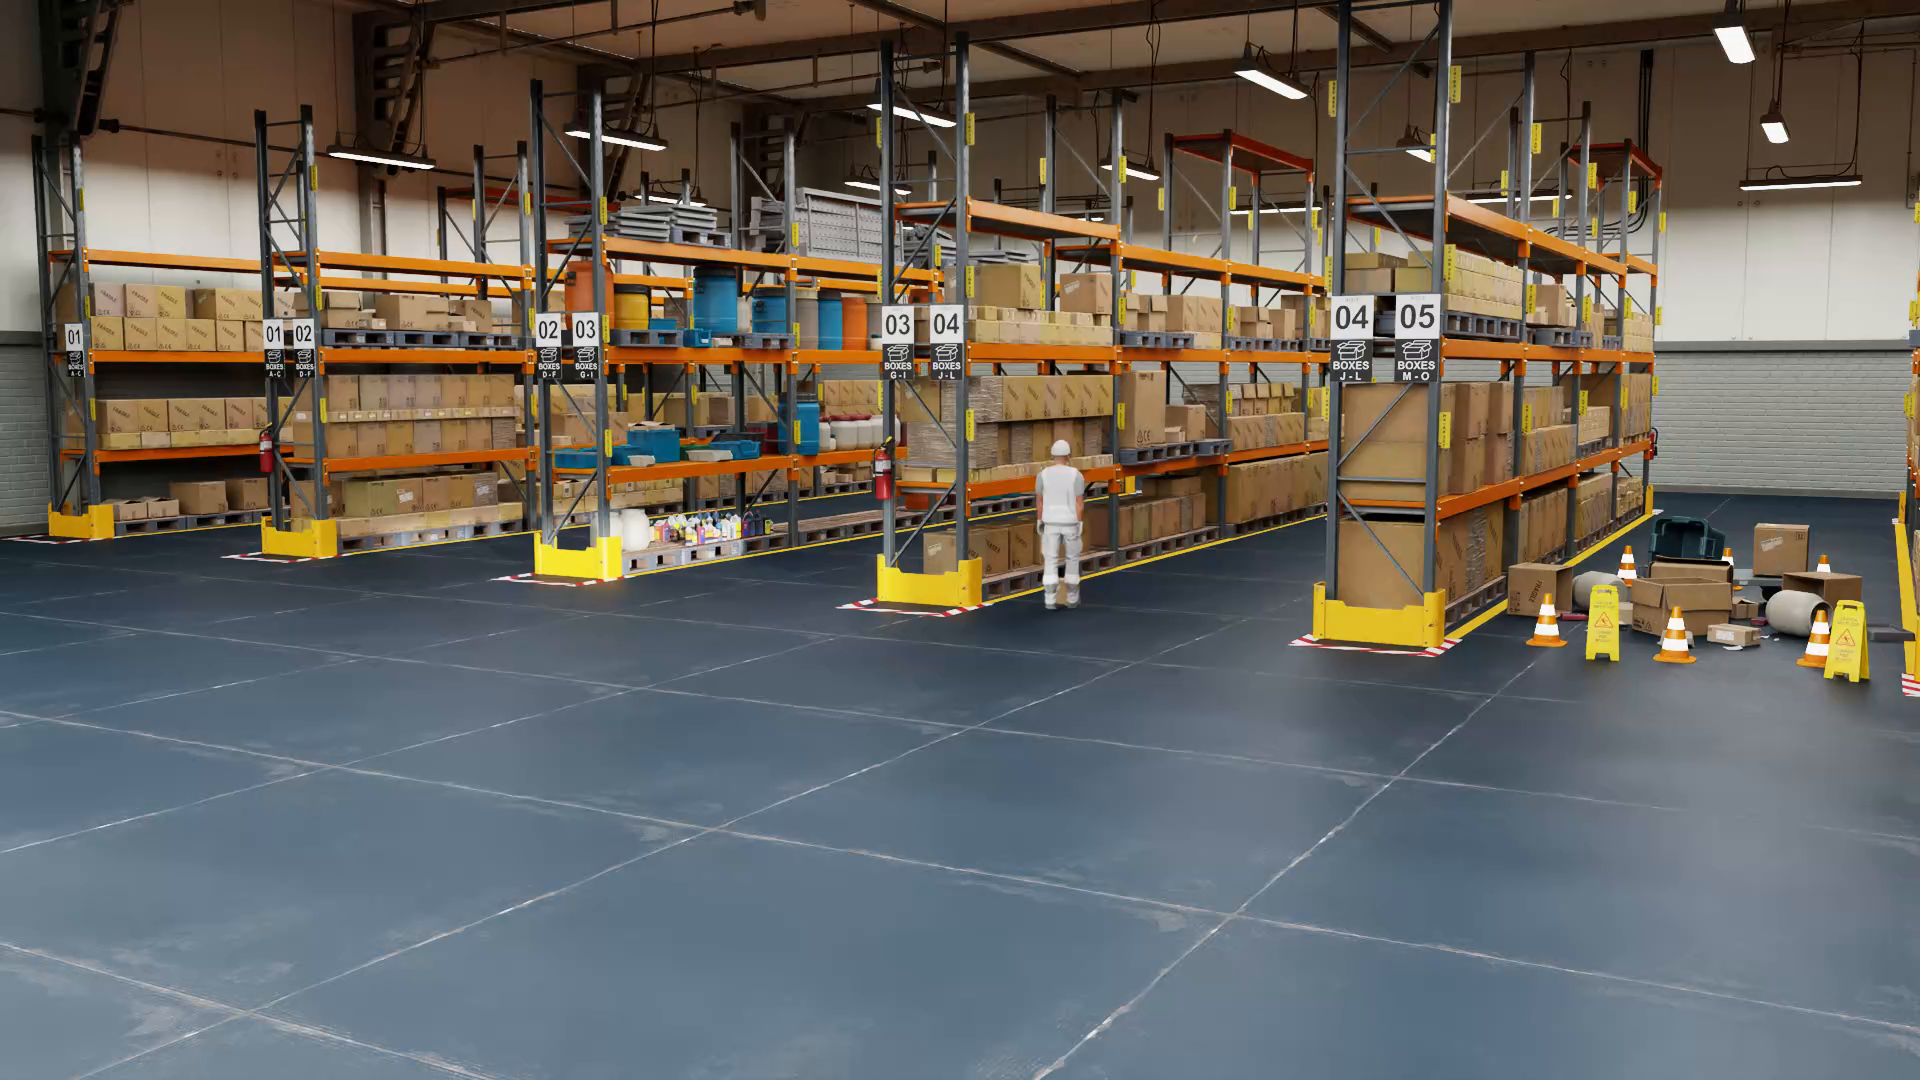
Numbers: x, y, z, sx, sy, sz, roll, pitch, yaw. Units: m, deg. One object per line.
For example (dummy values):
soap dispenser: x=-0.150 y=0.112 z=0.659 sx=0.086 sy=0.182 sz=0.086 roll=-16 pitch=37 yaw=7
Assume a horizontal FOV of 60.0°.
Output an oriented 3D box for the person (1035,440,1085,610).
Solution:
person: x=1.063 y=-0.163 z=17.597 sx=0.524 sy=1.792 sz=0.390 roll=1 pitch=6 yaw=11
